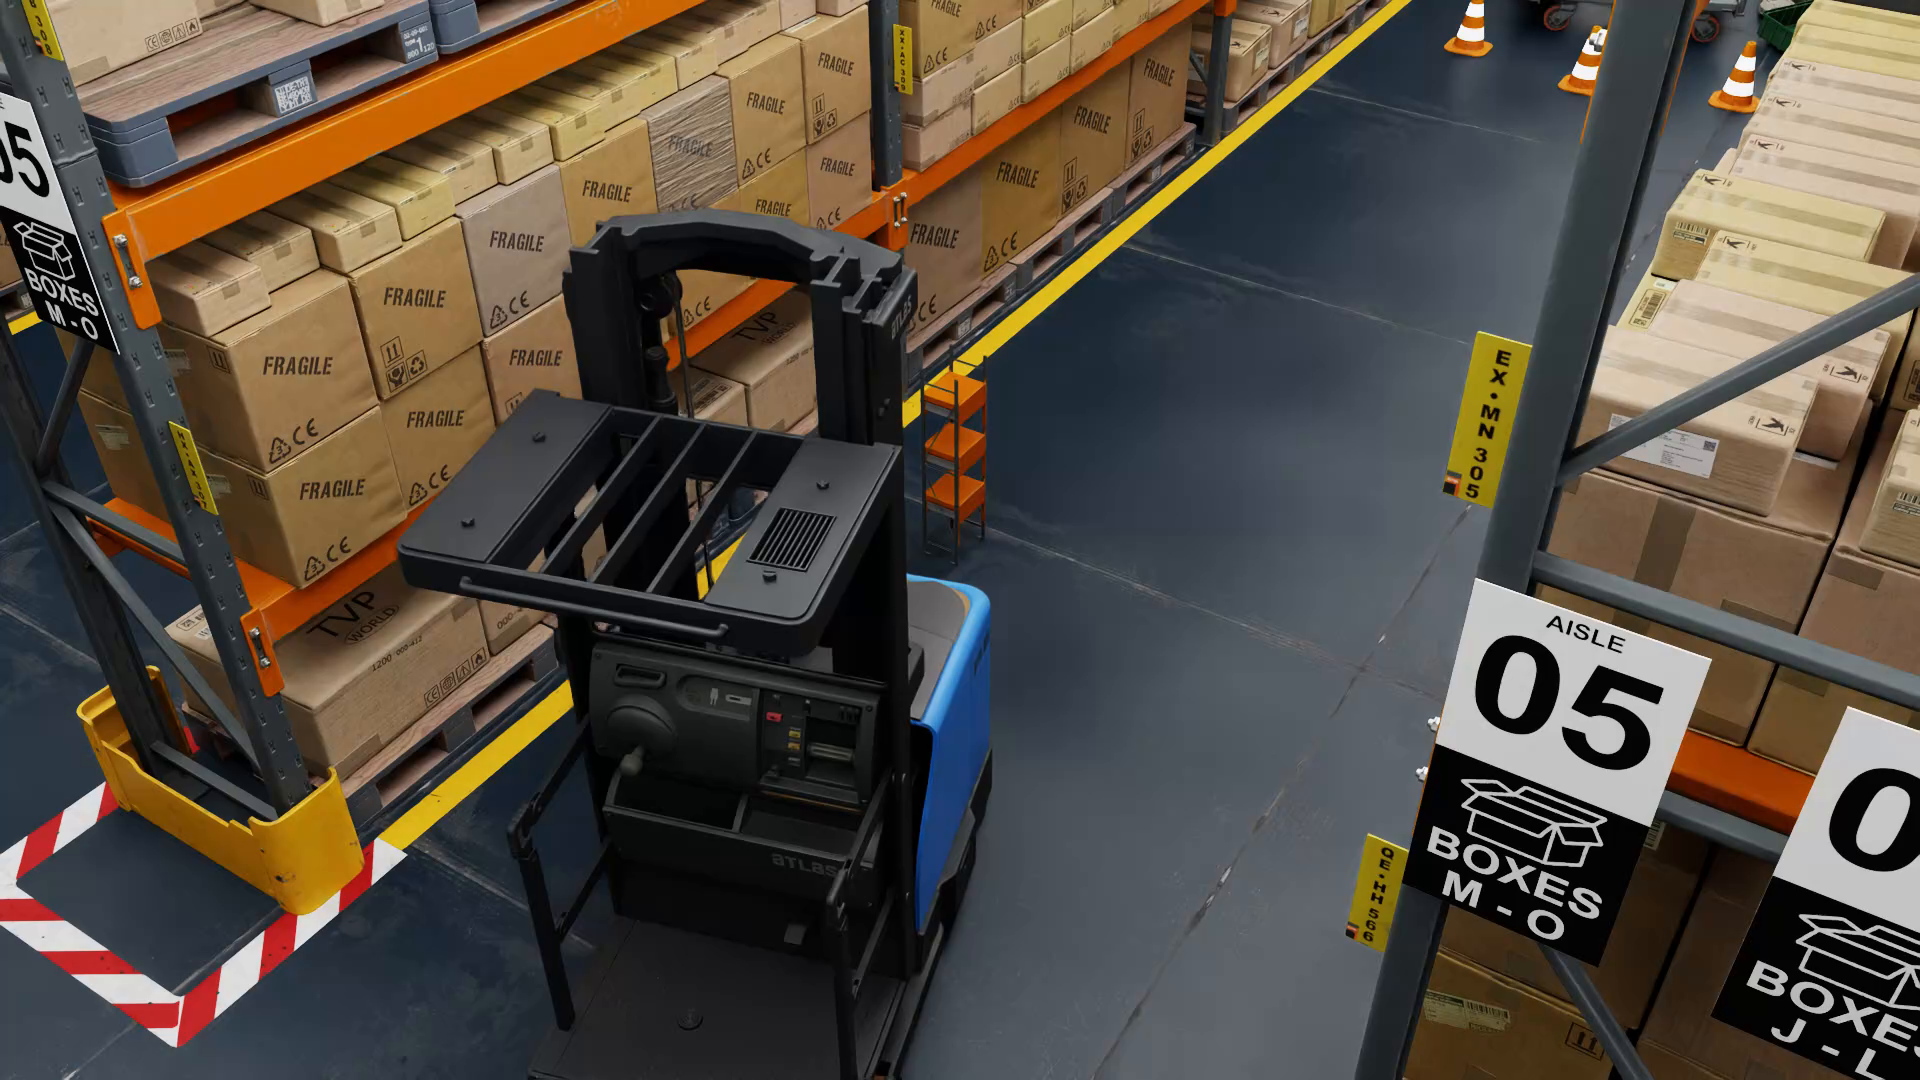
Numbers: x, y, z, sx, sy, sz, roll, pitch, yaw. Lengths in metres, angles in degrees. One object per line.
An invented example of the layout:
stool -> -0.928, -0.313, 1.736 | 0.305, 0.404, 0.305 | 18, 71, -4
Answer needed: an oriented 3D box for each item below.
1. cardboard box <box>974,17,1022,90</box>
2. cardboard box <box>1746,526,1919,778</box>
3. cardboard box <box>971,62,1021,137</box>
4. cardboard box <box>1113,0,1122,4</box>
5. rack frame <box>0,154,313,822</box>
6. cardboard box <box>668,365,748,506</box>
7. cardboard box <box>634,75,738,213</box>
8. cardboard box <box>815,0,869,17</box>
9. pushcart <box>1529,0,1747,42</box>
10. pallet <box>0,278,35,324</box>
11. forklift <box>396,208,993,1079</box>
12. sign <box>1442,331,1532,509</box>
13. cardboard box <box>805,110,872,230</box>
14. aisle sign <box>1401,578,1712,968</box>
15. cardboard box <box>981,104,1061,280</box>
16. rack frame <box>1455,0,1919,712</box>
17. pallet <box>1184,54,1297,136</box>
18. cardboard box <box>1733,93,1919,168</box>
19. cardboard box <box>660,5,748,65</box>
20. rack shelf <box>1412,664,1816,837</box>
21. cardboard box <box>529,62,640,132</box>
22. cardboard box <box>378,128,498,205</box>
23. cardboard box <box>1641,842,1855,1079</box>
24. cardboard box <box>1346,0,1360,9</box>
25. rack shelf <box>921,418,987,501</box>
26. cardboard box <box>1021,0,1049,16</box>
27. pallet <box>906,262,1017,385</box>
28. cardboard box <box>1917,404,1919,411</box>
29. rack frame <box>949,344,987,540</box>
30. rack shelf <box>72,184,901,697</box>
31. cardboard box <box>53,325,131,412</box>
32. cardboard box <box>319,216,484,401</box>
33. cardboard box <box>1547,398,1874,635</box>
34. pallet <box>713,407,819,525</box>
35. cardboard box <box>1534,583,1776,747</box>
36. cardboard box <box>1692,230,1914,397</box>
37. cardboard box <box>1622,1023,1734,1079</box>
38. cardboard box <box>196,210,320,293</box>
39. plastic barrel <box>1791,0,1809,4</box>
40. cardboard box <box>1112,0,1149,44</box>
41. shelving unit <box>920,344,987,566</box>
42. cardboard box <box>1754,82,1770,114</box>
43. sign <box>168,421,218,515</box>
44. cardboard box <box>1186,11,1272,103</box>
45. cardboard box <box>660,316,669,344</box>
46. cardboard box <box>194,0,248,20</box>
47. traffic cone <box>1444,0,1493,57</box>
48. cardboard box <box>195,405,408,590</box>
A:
cardboard box -> -0.012, -2.647, 8.880 | 0.500, 0.250, 0.500 | 22, 43, 26
cardboard box -> 1.806, 0.257, 3.066 | 0.500, 0.250, 0.500 | 23, 43, 27
cardboard box -> -0.007, -2.445, 9.026 | 0.500, 0.250, 0.500 | 20, 42, 24
cardboard box -> 0.828, -3.428, 9.893 | 0.500, 0.250, 0.500 | 20, 42, 24
rack frame -> -2.885, -0.034, 5.777 | 1.000, 3.000, 0.127 | 21, 42, 25
cardboard box -> -1.648, -0.497, 8.133 | 0.875, 0.438, 0.875 | 20, 42, 24
cardboard box -> -1.305, -1.674, 7.003 | 0.500, 0.500, 0.500 | 22, 43, 26
cardboard box -> -0.638, -2.526, 7.577 | 0.380, 0.149, 0.250 | 20, 42, 24
pushcart -> 5.496, -4.462, 13.668 | 1.648, 0.377, 0.936 | 8, 38, 10
pallet -> -5.956, -1.628, 10.129 | 1.003, 0.211, 1.213 | 21, 42, 25
forklift -> -0.757, 0.654, 4.940 | 1.130, 2.935, 3.031 | 10, 39, 12
sign -> 0.891, -0.198, 2.807 | 0.100, 0.325, 0.005 | 21, 42, 25
cardboard box -> -0.774, -1.813, 8.003 | 0.500, 0.500, 0.500 | 22, 43, 26
aisle sign -> 1.057, 0.443, 3.029 | 0.394, 0.787, 0.004 | 21, 42, 25
cardboard box -> 0.000, -2.235, 10.028 | 0.875, 0.875, 0.875 | 22, 43, 26
rack frame -> 1.349, -0.843, 1.912 | 1.000, 3.000, 0.127 | 21, 42, 25
pallet -> 1.821, -3.456, 12.500 | 1.003, 0.211, 1.213 | 21, 42, 25
cardboard box -> 1.992, -0.869, 3.790 | 0.380, 0.149, 0.250 | 22, 43, 26
cardboard box -> -1.133, -2.164, 7.107 | 0.380, 0.149, 0.250 | 21, 42, 25
rack shelf -> 2.421, -0.401, 4.385 | 1.077, 0.370, 4.000 | 21, 42, 25
cardboard box -> -1.495, -1.756, 6.578 | 0.380, 0.149, 0.250 | 21, 42, 25
cardboard box -> -1.922, -1.368, 6.075 | 0.380, 0.149, 0.250 | 22, 43, 26
cardboard box -> 1.814, 0.835, 3.505 | 0.500, 0.500, 0.500 | 21, 42, 25
cardboard box -> 2.883, -4.703, 13.642 | 0.950, 0.372, 0.625 | 24, 44, 28
rack shelf -> -0.029, -0.380, 7.840 | 0.215, 0.259, 0.240 | 21, 42, 25
cardboard box -> 0.257, -3.194, 8.975 | 0.500, 0.500, 0.500 | 20, 42, 24
pallet -> -0.392, -1.414, 9.851 | 1.003, 0.211, 1.213 | 21, 42, 25
cardboard box -> 1.867, -0.170, 2.882 | 0.380, 0.149, 0.250 | 23, 43, 27
rack frame -> 0.037, -0.451, 7.915 | 0.200, 1.050, 0.008 | 21, 42, 25
rack shelf -> -1.813, -0.780, 7.334 | 1.077, 0.370, 4.000 | 21, 42, 25
cardboard box -> -2.827, -0.796, 5.864 | 0.500, 0.500, 0.500 | 23, 43, 27
cardboard box -> -2.116, -0.893, 5.990 | 0.500, 0.500, 0.500 | 20, 42, 24
cardboard box -> 1.381, -0.114, 3.137 | 0.500, 0.250, 0.500 | 20, 42, 24
pallet -> -1.215, -0.625, 8.828 | 1.003, 0.211, 1.213 | 21, 42, 25
cardboard box -> 1.369, 0.083, 3.290 | 0.500, 0.250, 0.500 | 20, 42, 24
cardboard box -> 1.631, -0.447, 3.242 | 0.380, 0.149, 0.250 | 20, 42, 24
cardboard box -> 1.823, 1.234, 3.806 | 0.500, 0.500, 0.500 | 23, 43, 27
cardboard box -> -2.380, -0.977, 5.568 | 0.380, 0.149, 0.250 | 22, 43, 26
plastic barrel -> 7.091, -4.720, 13.965 | 0.421, 0.421, 0.512 | -11, 39, -14
cardboard box -> 0.806, -3.230, 10.046 | 0.500, 0.250, 0.500 | 21, 42, 25
shelving unit -> -0.029, -0.388, 7.833 | 0.215, 1.050, 0.252 | 21, 42, 25
cardboard box -> 2.211, -0.898, 4.154 | 0.500, 0.250, 0.500 | 19, 42, 23
sign -> -2.419, -0.224, 5.249 | 0.100, 0.325, 0.005 | 21, 42, 25
cardboard box -> 1.713, -3.572, 12.174 | 0.950, 0.372, 0.625 | 18, 41, 22
cardboard box -> -1.596, -1.017, 6.970 | 0.500, 0.500, 0.500 | 23, 43, 27
cardboard box -> -2.562, -1.832, 5.432 | 0.380, 0.149, 0.250 | 18, 41, 22
traffic cone -> 4.062, -4.118, 13.153 | 0.336, 0.463, 0.334 | 21, 42, 25
cardboard box -> -2.385, -0.227, 5.946 | 0.500, 0.500, 0.500 | 21, 42, 25
